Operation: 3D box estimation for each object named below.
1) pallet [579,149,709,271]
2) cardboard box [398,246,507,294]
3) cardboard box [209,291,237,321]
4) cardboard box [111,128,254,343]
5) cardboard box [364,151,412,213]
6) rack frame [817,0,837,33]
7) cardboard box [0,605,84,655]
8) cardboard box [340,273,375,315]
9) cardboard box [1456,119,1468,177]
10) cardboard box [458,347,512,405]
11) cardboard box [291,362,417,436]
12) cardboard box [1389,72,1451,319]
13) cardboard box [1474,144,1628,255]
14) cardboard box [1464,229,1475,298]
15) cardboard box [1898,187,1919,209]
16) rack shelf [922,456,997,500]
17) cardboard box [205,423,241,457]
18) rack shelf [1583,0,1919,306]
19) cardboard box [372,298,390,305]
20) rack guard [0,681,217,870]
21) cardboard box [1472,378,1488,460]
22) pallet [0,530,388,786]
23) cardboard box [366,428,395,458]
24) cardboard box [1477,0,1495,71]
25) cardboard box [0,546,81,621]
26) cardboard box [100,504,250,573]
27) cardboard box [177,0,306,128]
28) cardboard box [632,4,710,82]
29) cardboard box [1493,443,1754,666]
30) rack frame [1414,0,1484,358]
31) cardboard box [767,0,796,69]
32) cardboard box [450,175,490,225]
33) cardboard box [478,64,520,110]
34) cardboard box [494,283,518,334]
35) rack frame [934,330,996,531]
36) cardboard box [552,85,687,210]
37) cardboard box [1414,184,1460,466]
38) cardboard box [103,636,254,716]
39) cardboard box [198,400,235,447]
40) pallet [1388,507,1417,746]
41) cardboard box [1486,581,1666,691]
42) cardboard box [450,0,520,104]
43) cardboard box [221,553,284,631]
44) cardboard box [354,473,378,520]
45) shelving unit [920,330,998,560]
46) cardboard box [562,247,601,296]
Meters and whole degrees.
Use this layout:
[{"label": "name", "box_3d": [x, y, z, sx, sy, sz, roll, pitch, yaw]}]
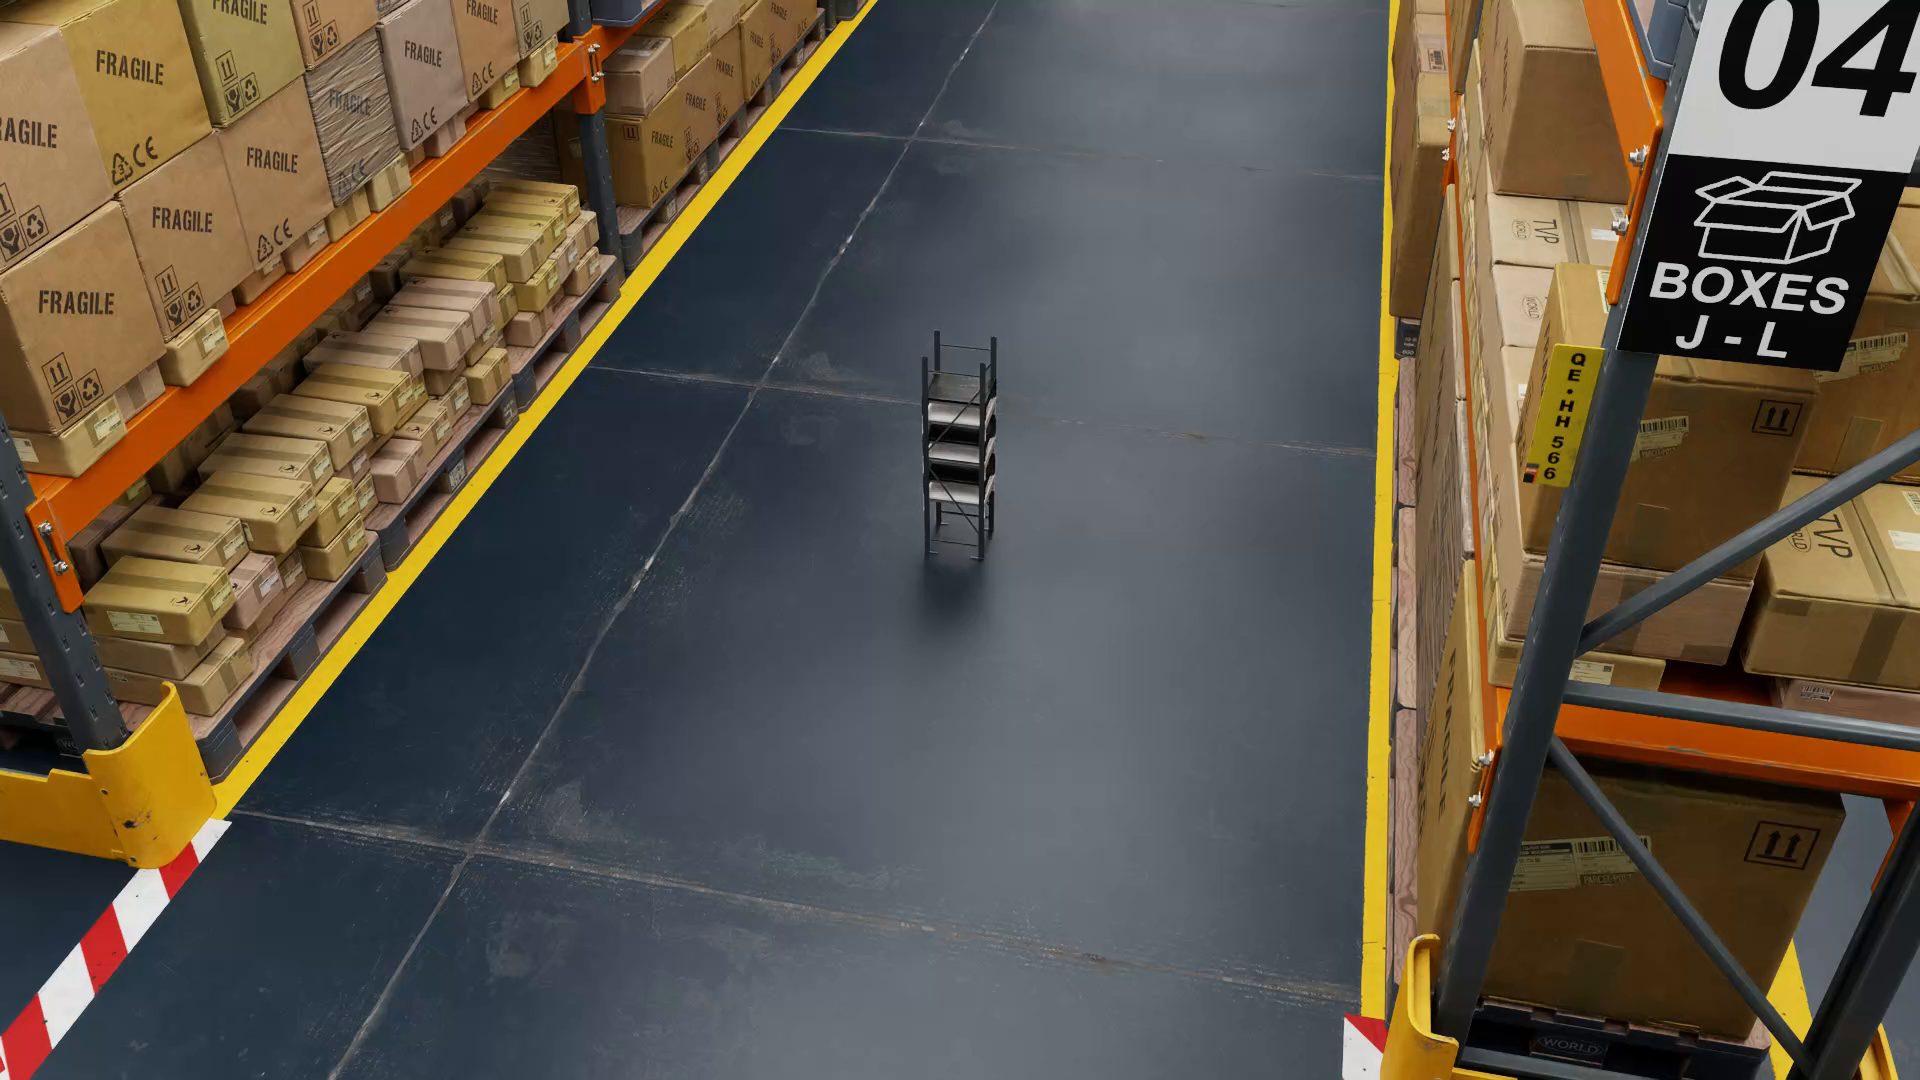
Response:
[{"label": "pallet", "box_3d": [-2.063, -1.896, 9.186, 1.003, 0.211, 1.213, 7, 37, 10]}, {"label": "cardboard box", "box_3d": [-2.243, -1.164, 7.365, 0.380, 0.149, 0.250, 8, 37, 11]}, {"label": "cardboard box", "box_3d": [-2.647, -0.792, 5.501, 0.380, 0.149, 0.250, 9, 37, 12]}, {"label": "cardboard box", "box_3d": [-2.627, -0.979, 5.206, 0.500, 0.500, 0.500, 7, 37, 10]}, {"label": "cardboard box", "box_3d": [-2.324, -1.378, 6.309, 0.380, 0.149, 0.250, 8, 37, 11]}, {"label": "rack frame", "box_3d": [-1.373, -4.871, 10.915, 1.000, 3.000, 0.127, 7, 37, 10]}, {"label": "cardboard box", "box_3d": [-3.248, 0.241, 5.680, 0.380, 0.149, 0.250, 6, 36, 9]}, {"label": "cardboard box", "box_3d": [-2.794, -1.073, 7.240, 0.380, 0.149, 0.250, 8, 37, 11]}, {"label": "cardboard box", "box_3d": [2.152, -1.518, 6.503, 0.380, 0.149, 0.250, 6, 36, 8]}, {"label": "cardboard box", "box_3d": [-2.200, -0.733, 7.277, 0.380, 0.149, 0.250, 7, 37, 10]}, {"label": "cardboard box", "box_3d": [-2.376, -0.556, 6.526, 0.380, 0.149, 0.250, 8, 37, 11]}, {"label": "cardboard box", "box_3d": [2.713, -1.578, 7.823, 1.225, 0.875, 0.875, 7, 37, 10]}, {"label": "cardboard box", "box_3d": [2.024, -1.139, 5.640, 0.500, 0.250, 0.500, 8, 37, 11]}, {"label": "cardboard box", "box_3d": [1.932, -0.926, 5.685, 0.380, 0.149, 0.250, 8, 37, 11]}, {"label": "cardboard box", "box_3d": [2.320, -0.794, 4.525, 0.500, 0.500, 0.500, 6, 36, 9]}, {"label": "rack shelf", "box_3d": [-0.002, -0.260, 6.552, 0.258, 0.077, 0.200, 7, 37, 10]}, {"label": "cardboard box", "box_3d": [-3.041, -0.356, 6.503, 0.380, 0.149, 0.250, 8, 37, 11]}, {"label": "rack shelf", "box_3d": [2.169, -1.675, 4.562, 1.077, 0.370, 4.000, 7, 37, 10]}, {"label": "cardboard box", "box_3d": [-2.661, -1.092, 7.518, 0.380, 0.149, 0.250, 6, 36, 8]}, {"label": "rack guard", "box_3d": [-3.066, 0.684, 5.381, 1.175, 0.500, 0.348, 7, 37, 10]}, {"label": "cardboard box", "box_3d": [1.713, -0.335, 4.870, 0.380, 0.149, 0.250, 7, 36, 9]}, {"label": "pallet", "box_3d": [-2.858, 0.339, 6.102, 1.003, 0.211, 1.213, 7, 37, 10]}, {"label": "cardboard box", "box_3d": [-2.498, -0.449, 6.631, 0.380, 0.149, 0.250, 9, 37, 12]}, {"label": "cardboard box", "box_3d": [2.244, -2.019, 6.215, 0.500, 0.500, 0.500, 7, 37, 10]}, {"label": "cardboard box", "box_3d": [-3.217, 0.123, 5.588, 0.380, 0.149, 0.250, 8, 37, 11]}, {"label": "cardboard box", "box_3d": [-2.697, 0.028, 5.720, 0.380, 0.149, 0.250, 8, 37, 11]}, {"label": "cardboard box", "box_3d": [-2.492, -1.660, 5.294, 0.500, 0.500, 0.500, 7, 36, 9]}, {"label": "cardboard box", "box_3d": [-1.700, -2.736, 9.102, 0.500, 0.250, 0.500, 8, 37, 11]}, {"label": "cardboard box", "box_3d": [1.586, 0.024, 4.035, 0.500, 0.250, 0.500, 7, 36, 9]}, {"label": "rack frame", "box_3d": [2.596, -1.898, 6.813, 1.000, 3.000, 0.127, 7, 37, 10]}, {"label": "cardboard box", "box_3d": [-1.373, -3.322, 10.550, 0.500, 0.500, 0.500, 9, 37, 12]}, {"label": "cardboard box", "box_3d": [-2.504, -1.663, 8.053, 0.380, 0.149, 0.250, 9, 37, 12]}, {"label": "cardboard box", "box_3d": [-2.124, -1.976, 7.135, 0.380, 0.149, 0.250, 9, 37, 12]}, {"label": "cardboard box", "box_3d": [-2.219, -1.050, 7.461, 0.380, 0.149, 0.250, 8, 37, 10]}, {"label": "rack frame", "box_3d": [0.020, -0.418, 6.560, 0.240, 0.900, 0.006, 7, 37, 10]}, {"label": "cardboard box", "box_3d": [-1.811, -2.126, 8.900, 0.500, 0.500, 0.500, 9, 37, 12]}, {"label": "cardboard box", "box_3d": [2.377, -0.840, 6.805, 0.875, 0.875, 0.875, 7, 37, 10]}, {"label": "cardboard box", "box_3d": [-2.657, 0.439, 5.660, 0.380, 0.149, 0.250, 8, 37, 11]}, {"label": "cardboard box", "box_3d": [-3.055, -0.480, 6.420, 0.380, 0.149, 0.250, 9, 37, 12]}, {"label": "pallet", "box_3d": [2.099, 0.358, 6.076, 1.003, 0.211, 1.213, 7, 37, 10]}, {"label": "cardboard box", "box_3d": [1.496, 0.251, 4.062, 0.380, 0.149, 0.250, 8, 37, 11]}, {"label": "cardboard box", "box_3d": [-2.167, -2.129, 6.792, 0.500, 0.500, 0.500, 6, 36, 9]}, {"label": "cardboard box", "box_3d": [-2.606, 0.161, 5.790, 0.380, 0.149, 0.250, 7, 37, 10]}, {"label": "cardboard box", "box_3d": [-2.512, -0.155, 6.480, 0.380, 0.149, 0.250, 7, 37, 10]}, {"label": "shelving unit", "box_3d": [-0.002, -0.360, 6.479, 0.258, 0.900, 0.210, 7, 37, 10]}, {"label": "cardboard box", "box_3d": [-1.979, -1.326, 8.095, 0.380, 0.149, 0.250, 8, 37, 11]}]
